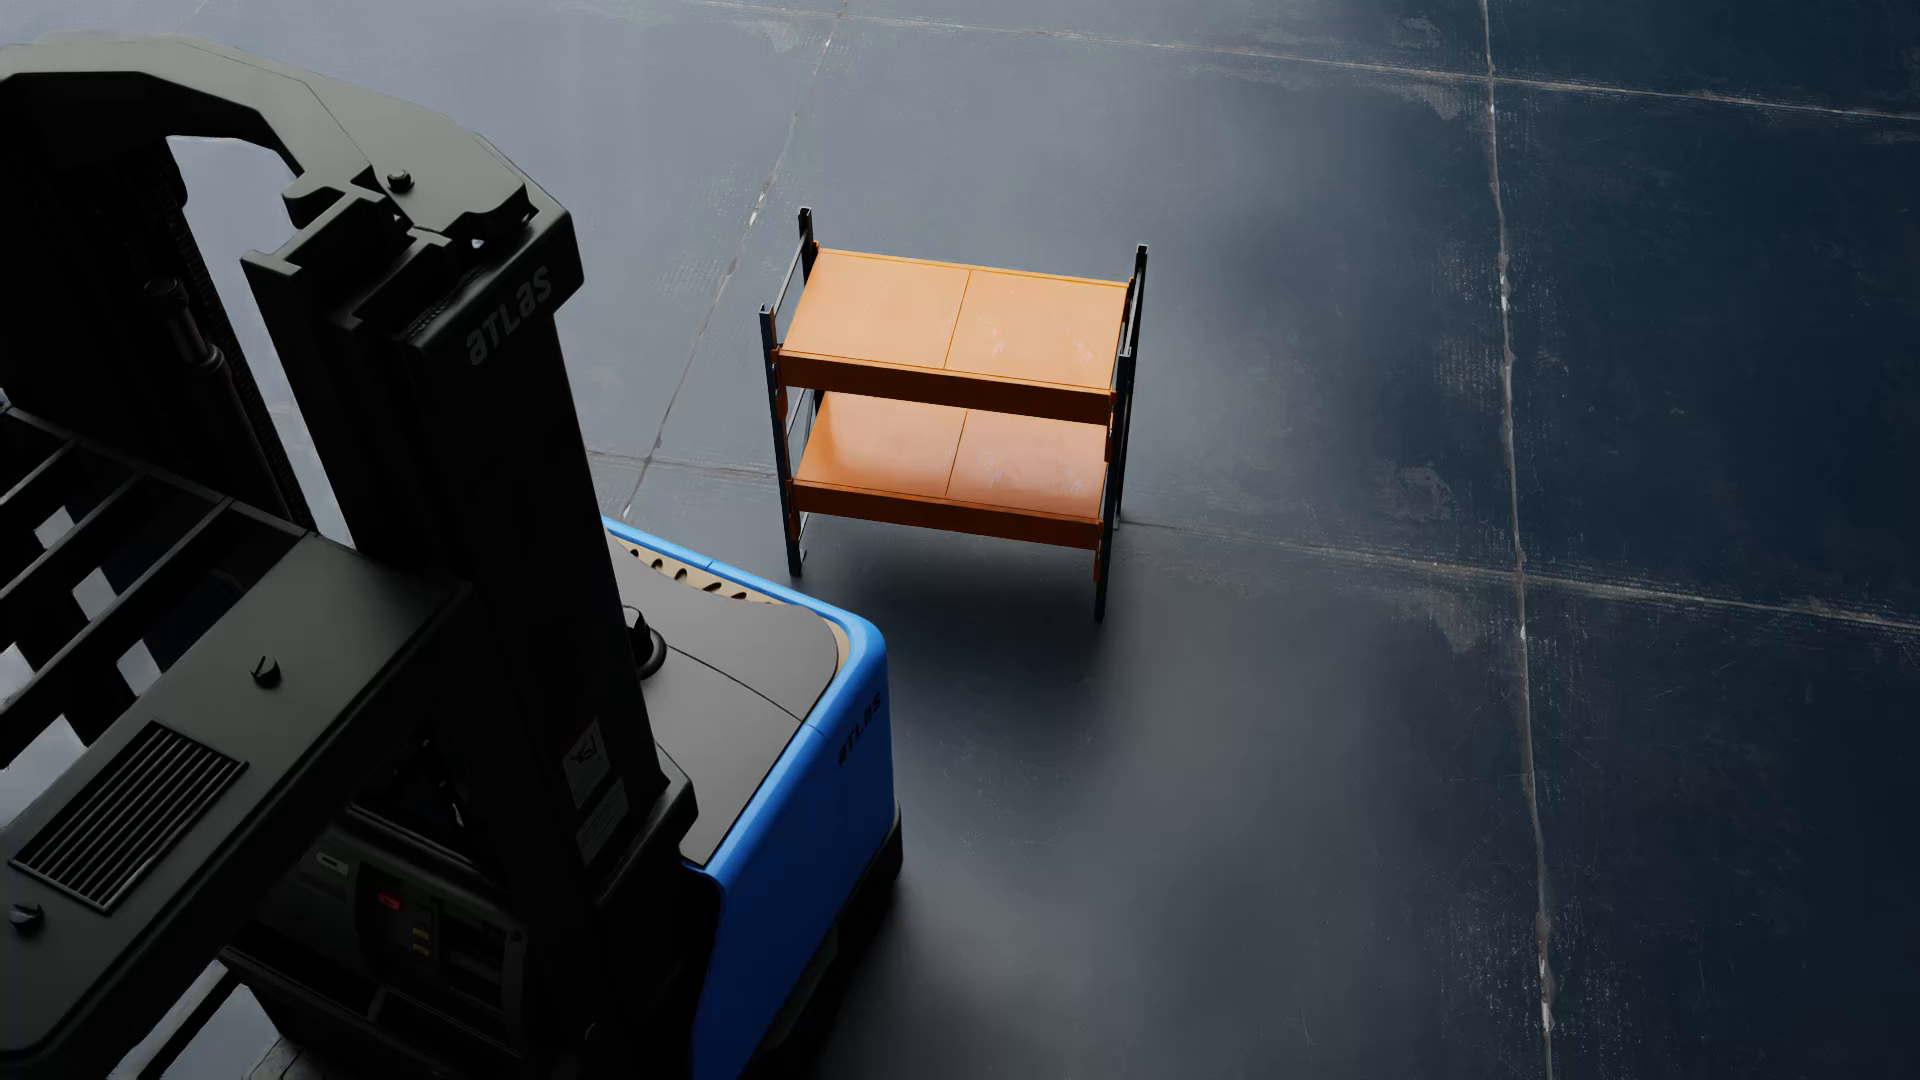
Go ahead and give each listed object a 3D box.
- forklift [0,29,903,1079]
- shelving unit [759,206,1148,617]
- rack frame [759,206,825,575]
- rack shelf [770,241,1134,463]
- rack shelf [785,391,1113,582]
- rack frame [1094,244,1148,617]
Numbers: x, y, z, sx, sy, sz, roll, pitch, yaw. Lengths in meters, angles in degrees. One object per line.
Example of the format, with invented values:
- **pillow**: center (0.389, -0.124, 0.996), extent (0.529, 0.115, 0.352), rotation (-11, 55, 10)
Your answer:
- **forklift**: center (-1.267, 0.771, 2.950), extent (1.130, 2.935, 3.031), rotation (20, 51, 17)
- **shelving unit**: center (-0.007, -0.377, 5.196), extent (1.048, 1.125, 0.538), rotation (8, 49, 7)
- **rack frame**: center (-0.507, -0.444, 5.256), extent (0.032, 1.125, 0.500), rotation (8, 49, 7)
- **rack shelf**: center (-0.007, -0.572, 4.978), extent (1.000, 0.278, 0.538), rotation (8, 49, 7)
- **rack shelf**: center (-0.007, -0.213, 5.378), extent (1.000, 0.278, 0.538), rotation (8, 49, 7)
- **rack frame**: center (0.494, -0.310, 5.135), extent (0.032, 1.125, 0.500), rotation (8, 49, 7)
